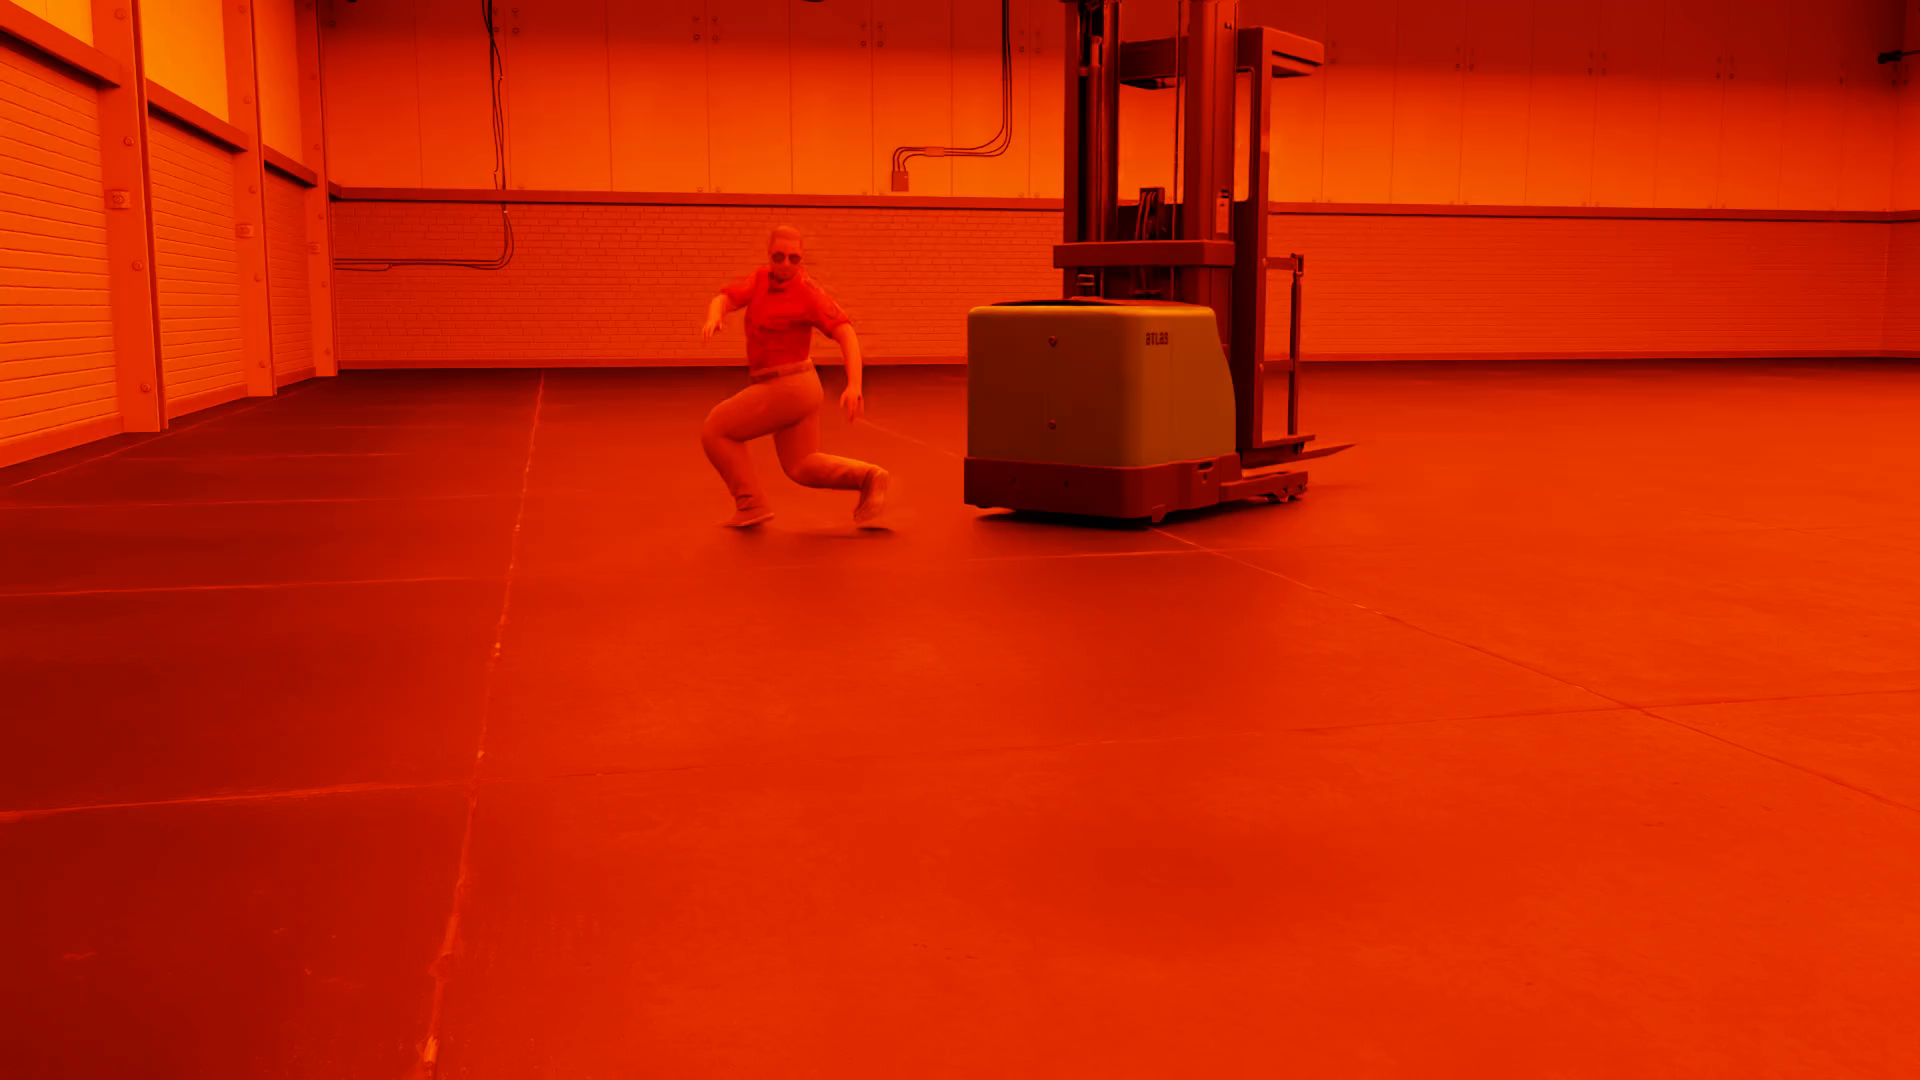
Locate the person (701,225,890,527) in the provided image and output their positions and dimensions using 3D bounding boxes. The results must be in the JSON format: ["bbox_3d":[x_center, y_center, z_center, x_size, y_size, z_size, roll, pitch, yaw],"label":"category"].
[{"bbox_3d":[-0.804,-0.759,8.052,0.927,1.502,0.672,0,8,-1],"label":"person"}]

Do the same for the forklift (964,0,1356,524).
[{"bbox_3d":[1.302,-1.691,9.211,1.130,2.935,3.031,6,10,36],"label":"forklift"}]
